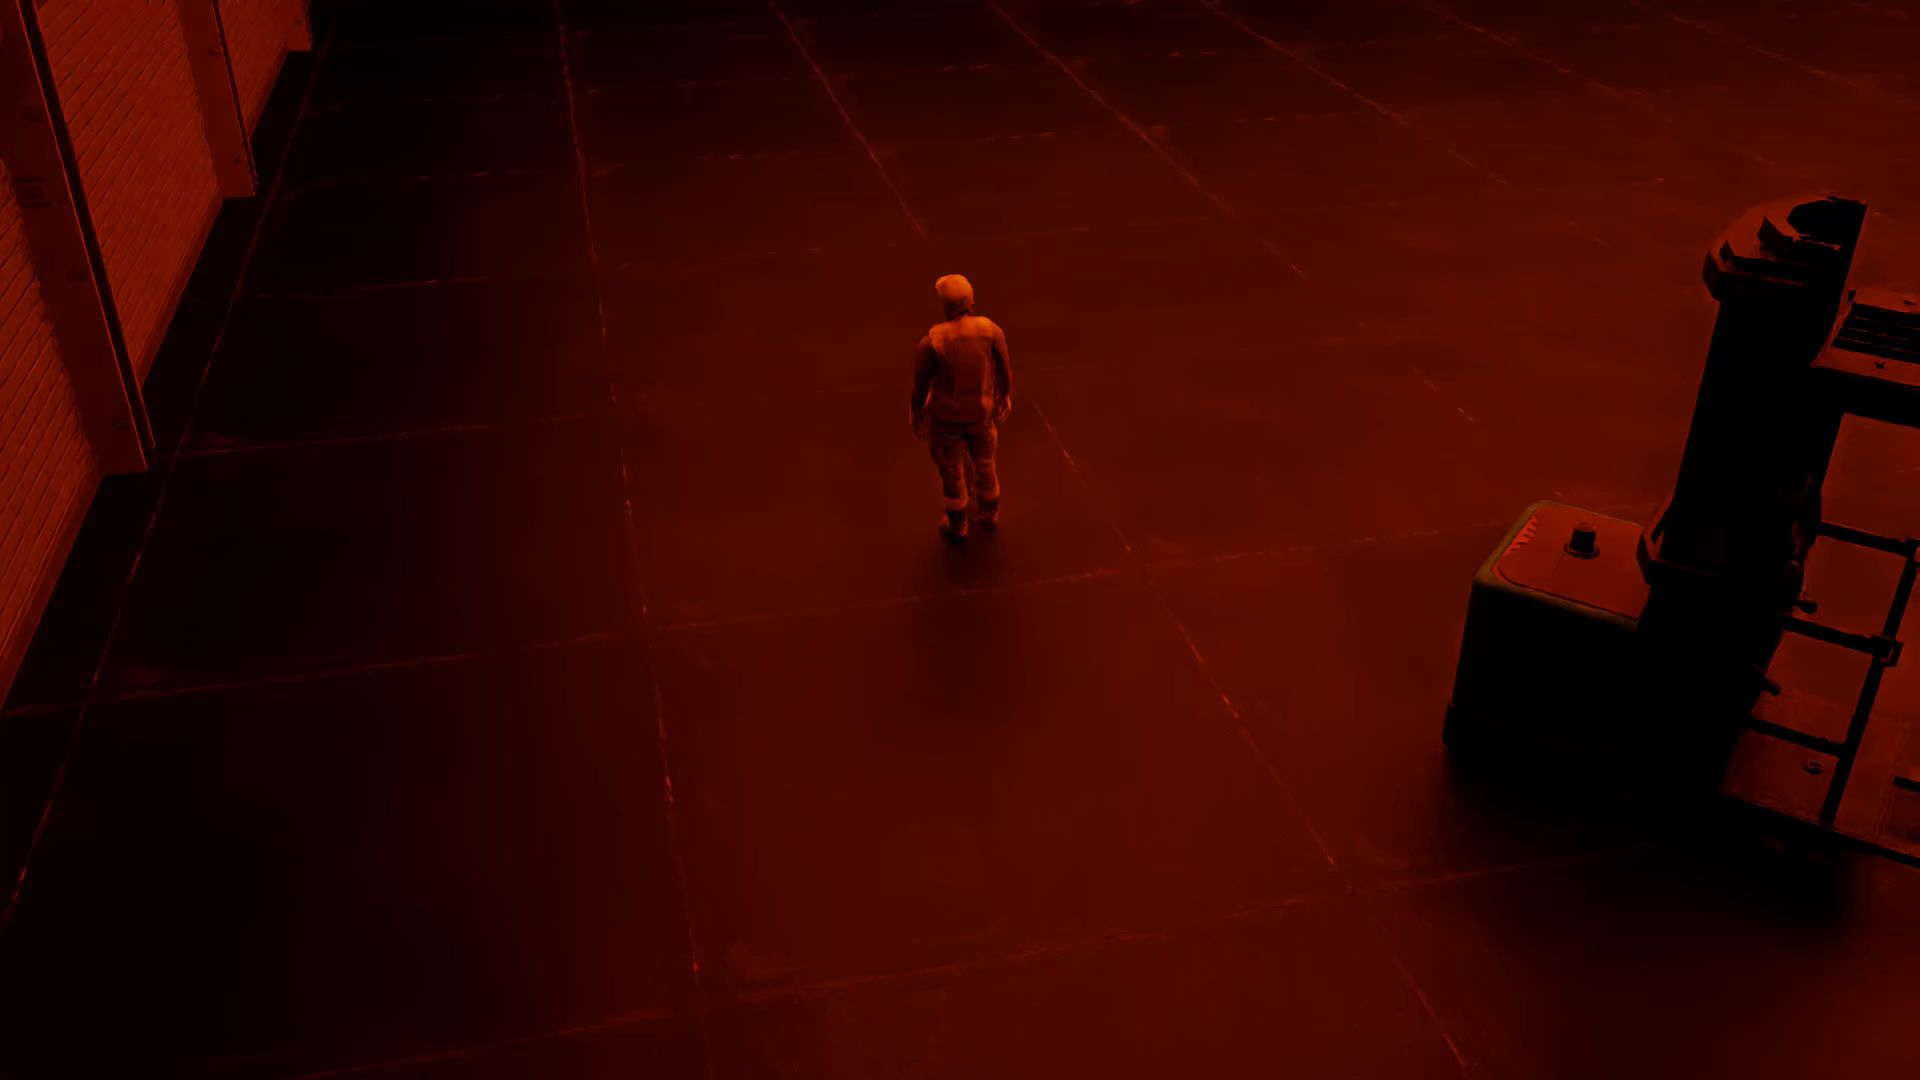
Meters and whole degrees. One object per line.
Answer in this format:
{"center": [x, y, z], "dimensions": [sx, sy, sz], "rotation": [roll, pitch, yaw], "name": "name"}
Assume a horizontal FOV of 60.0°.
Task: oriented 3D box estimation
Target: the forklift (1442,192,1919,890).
{"center": [3.997, 0.044, 7.498], "dimensions": [3.031, 2.935, 1.130], "rotation": [19, 35, 29], "name": "forklift"}

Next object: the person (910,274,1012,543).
{"center": [-0.008, -0.821, 10.119], "dimensions": [0.637, 1.787, 0.561], "rotation": [-7, 31, -12], "name": "person"}
